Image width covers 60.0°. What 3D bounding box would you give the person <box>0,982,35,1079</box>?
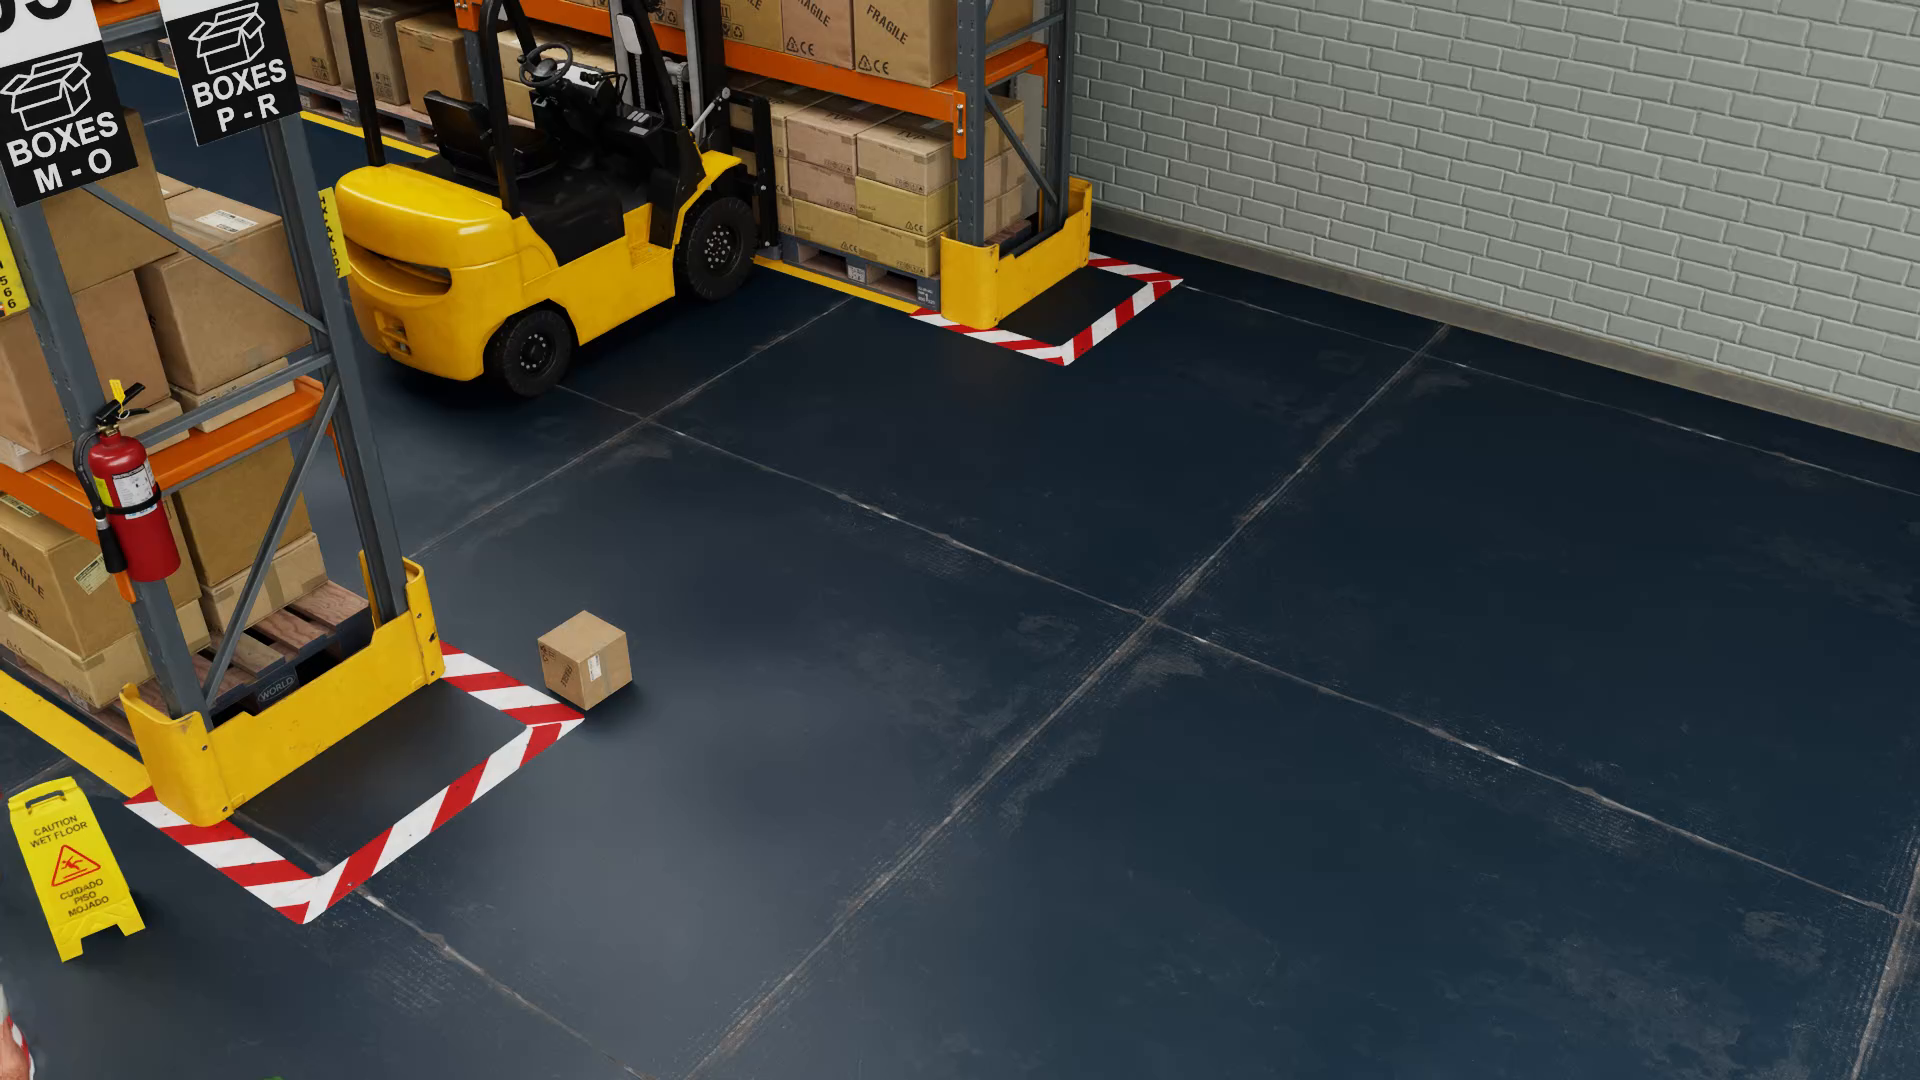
[{"bbox_3d":[-2.463,1.334,4.119,0.540,1.782,0.514,24,41,30],"label":"person"}]
